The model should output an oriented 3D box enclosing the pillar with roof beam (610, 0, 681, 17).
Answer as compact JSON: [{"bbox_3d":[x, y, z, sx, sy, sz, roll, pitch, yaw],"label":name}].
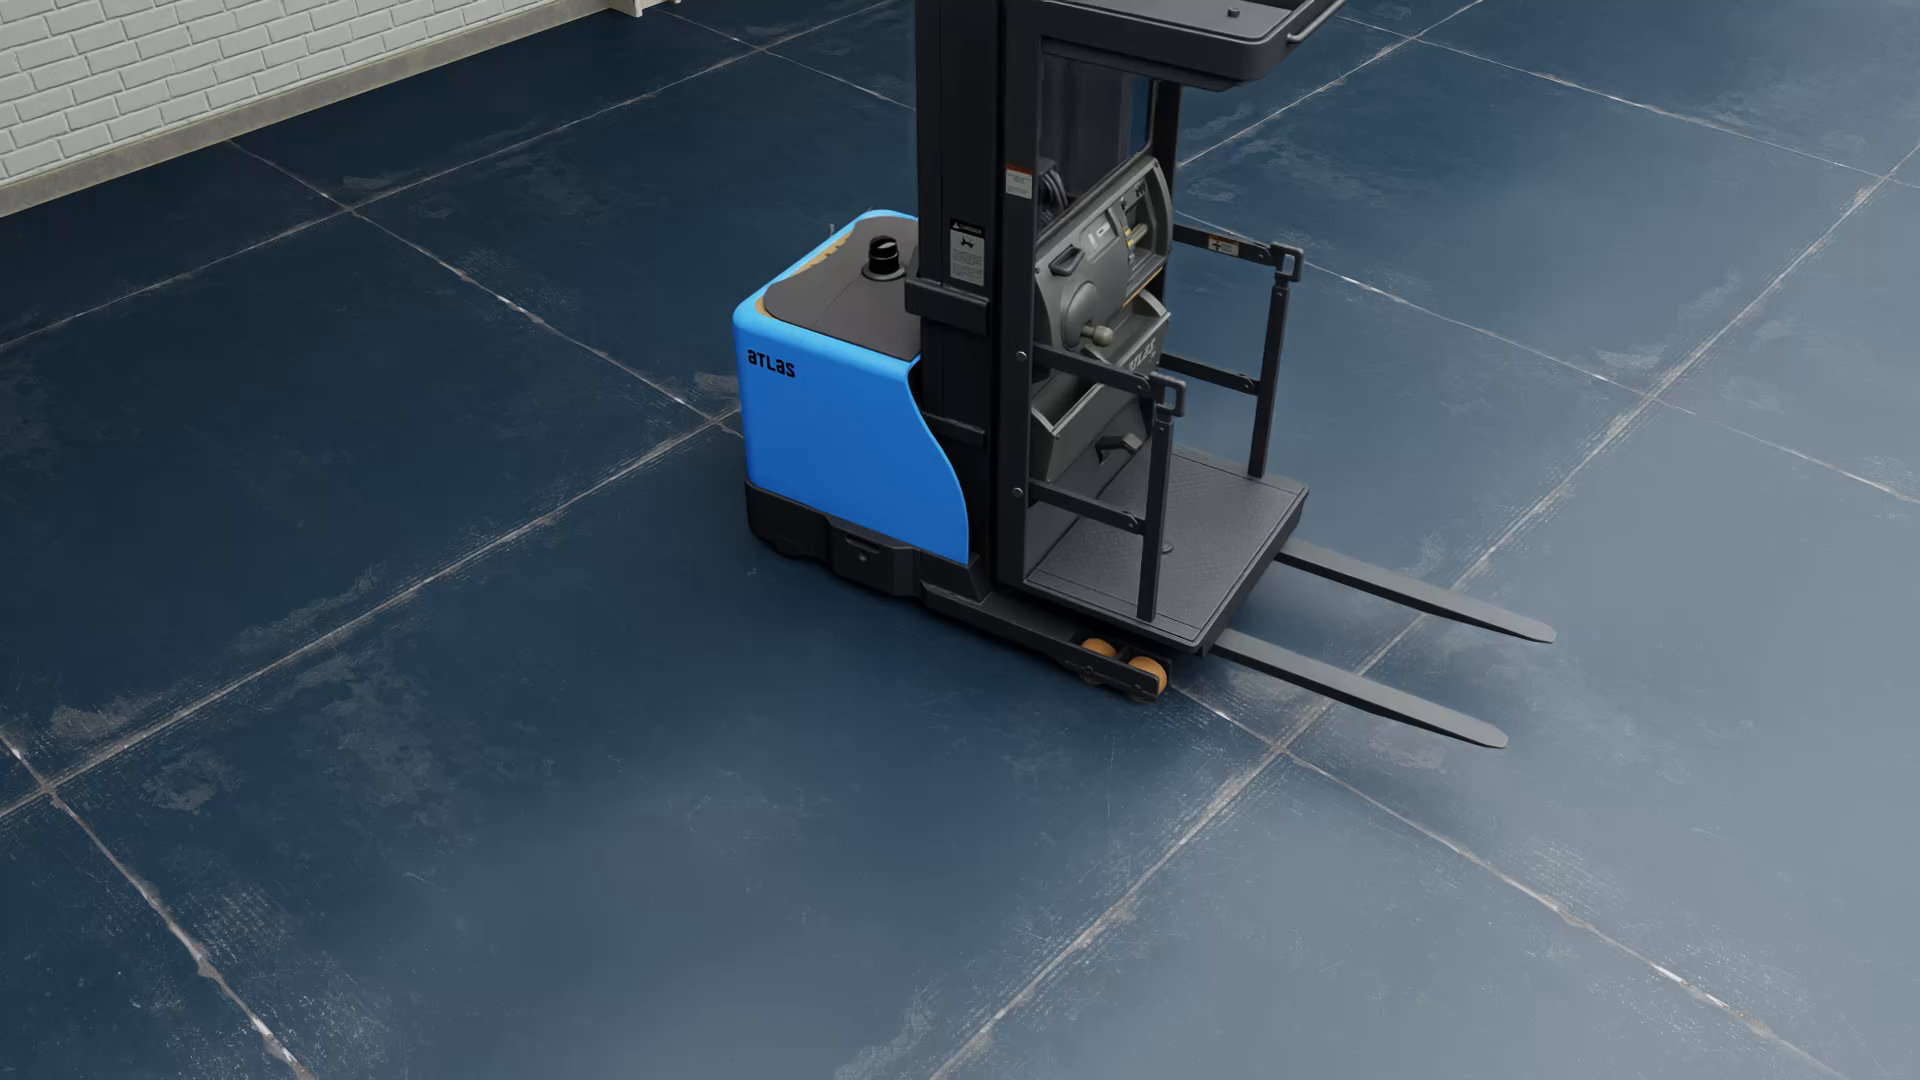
[{"bbox_3d":[1.025,-5.377,6.282,9.100,9.000,0.400,30,47,32],"label":"pillar with roof beam"}]

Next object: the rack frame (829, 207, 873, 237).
[{"bbox_3d":[-0.459,-1.017,7.306,0.240,0.900,0.006,-31,48,-33],"label":"rack frame"}]

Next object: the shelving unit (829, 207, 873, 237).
[{"bbox_3d":[-0.389,-0.971,7.249,0.258,0.900,0.210,-31,48,-33],"label":"shelving unit"}]

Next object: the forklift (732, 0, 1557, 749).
[{"bbox_3d":[0.675,-0.940,5.577,3.031,2.935,1.130,20,43,24],"label":"forklift"}]
